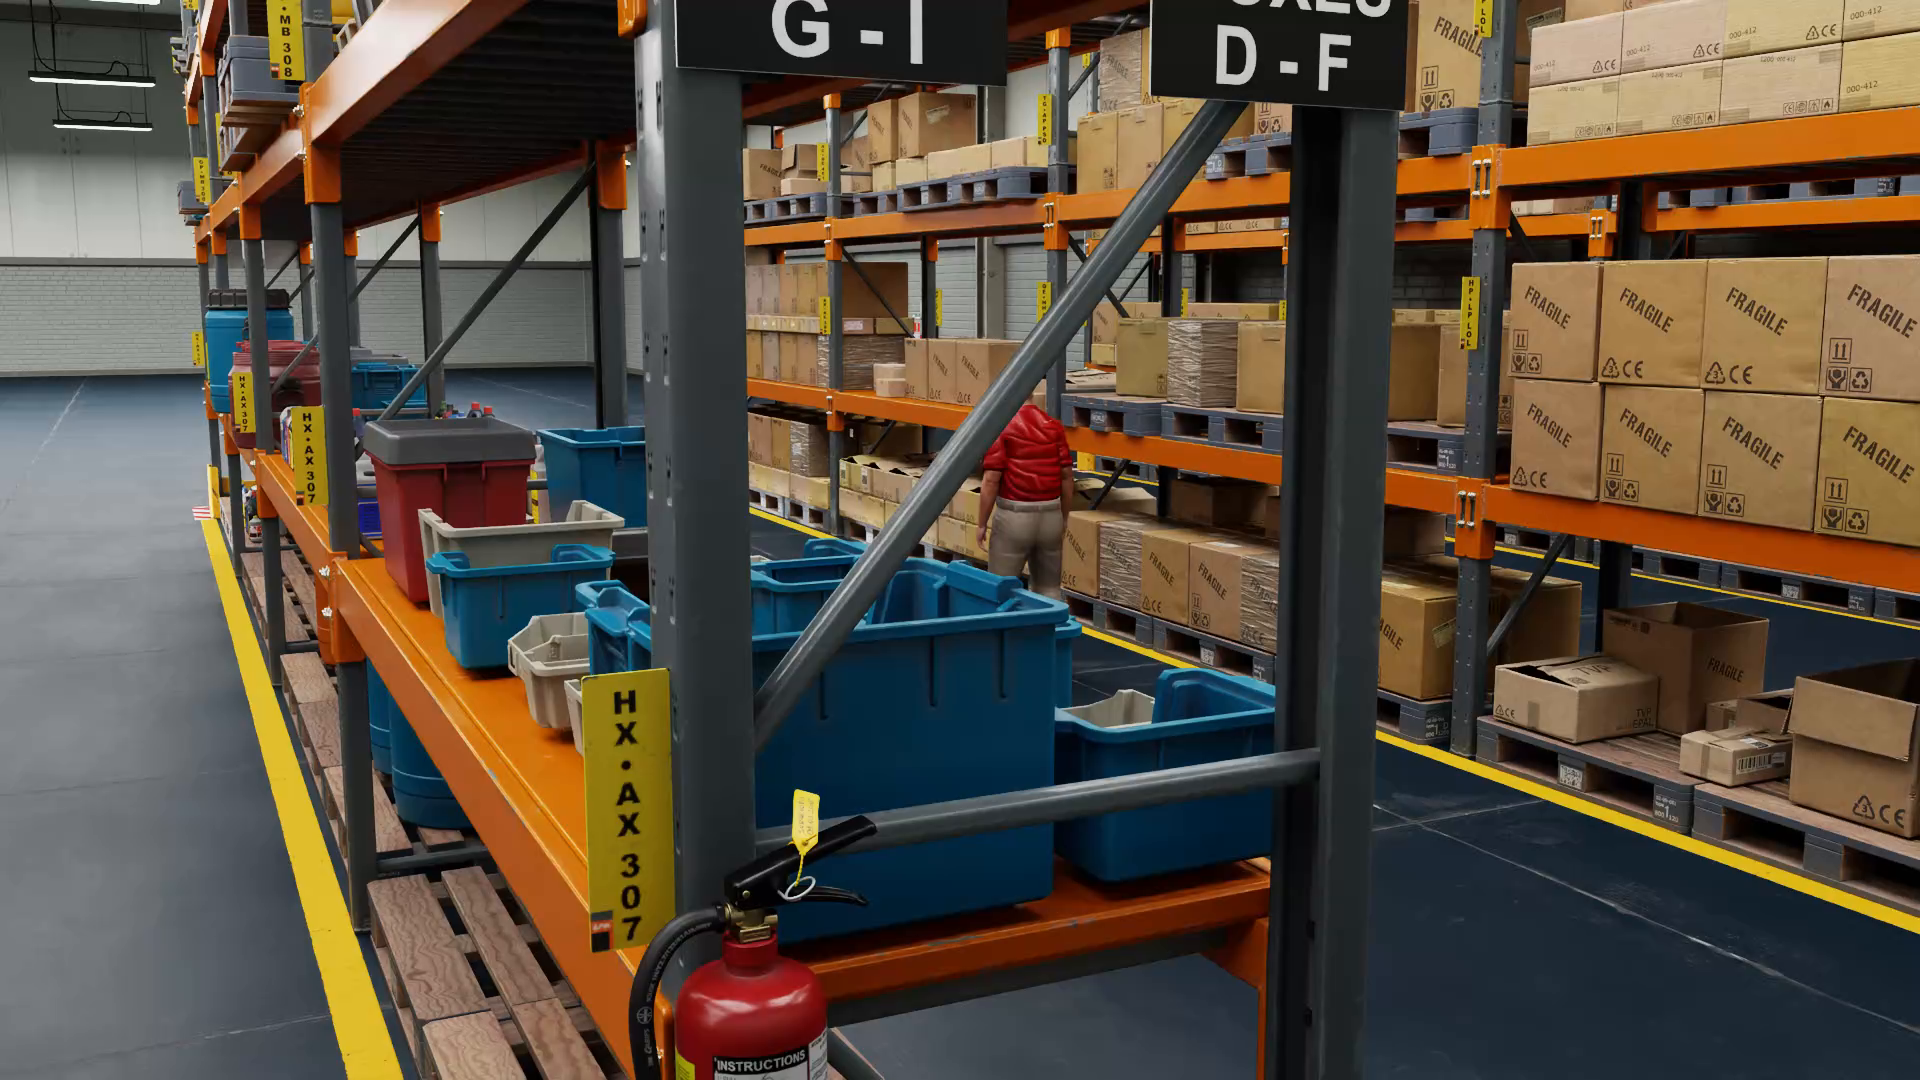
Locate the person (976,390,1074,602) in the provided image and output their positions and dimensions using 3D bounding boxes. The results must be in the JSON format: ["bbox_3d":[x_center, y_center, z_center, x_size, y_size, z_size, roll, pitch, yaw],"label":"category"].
[{"bbox_3d":[0.367,-0.083,9.442,0.586,1.727,0.393,-4,9,-25],"label":"person"}]
